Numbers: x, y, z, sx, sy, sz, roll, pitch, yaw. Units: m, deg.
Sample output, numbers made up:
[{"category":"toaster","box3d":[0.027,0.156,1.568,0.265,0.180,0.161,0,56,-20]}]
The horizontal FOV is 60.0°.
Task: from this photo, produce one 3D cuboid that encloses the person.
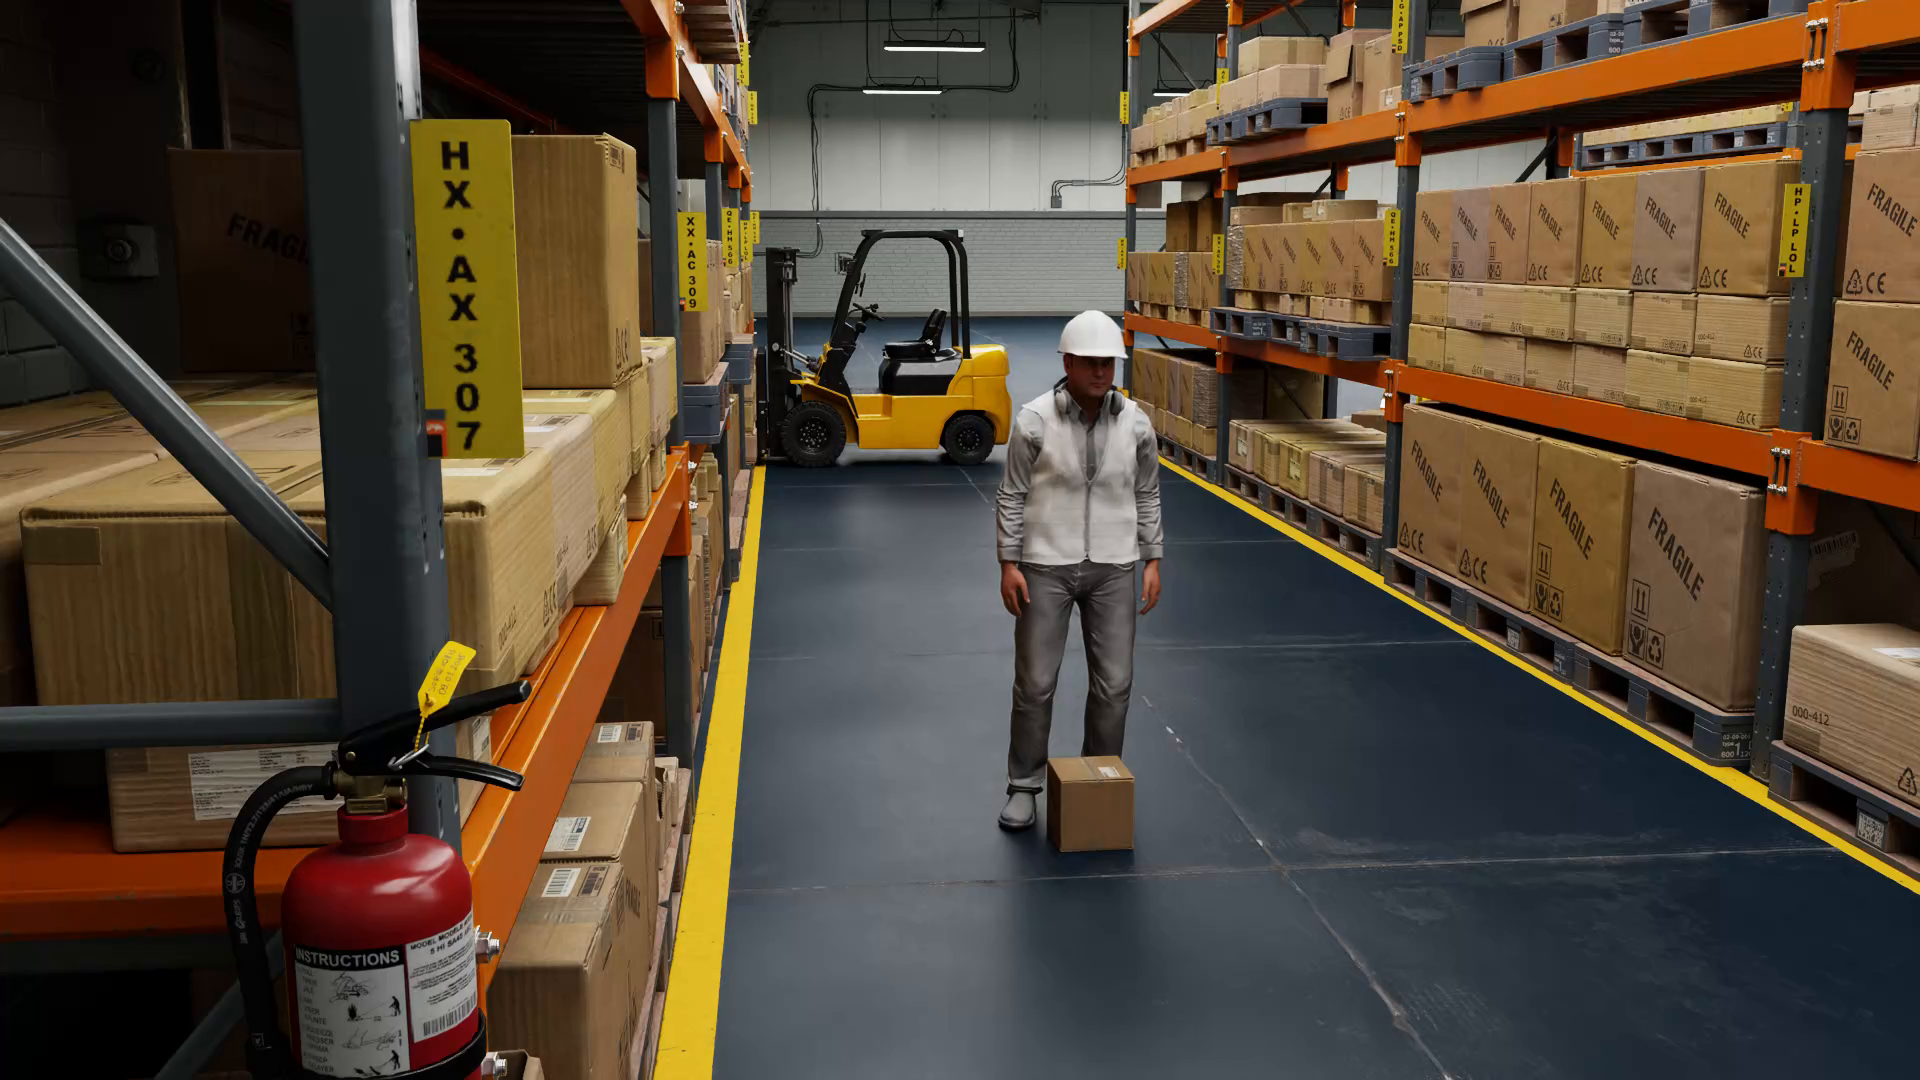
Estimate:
[{"category":"person","box3d":[0.414,0.098,5.759,0.593,1.773,0.457,-2,10,-9]}]
